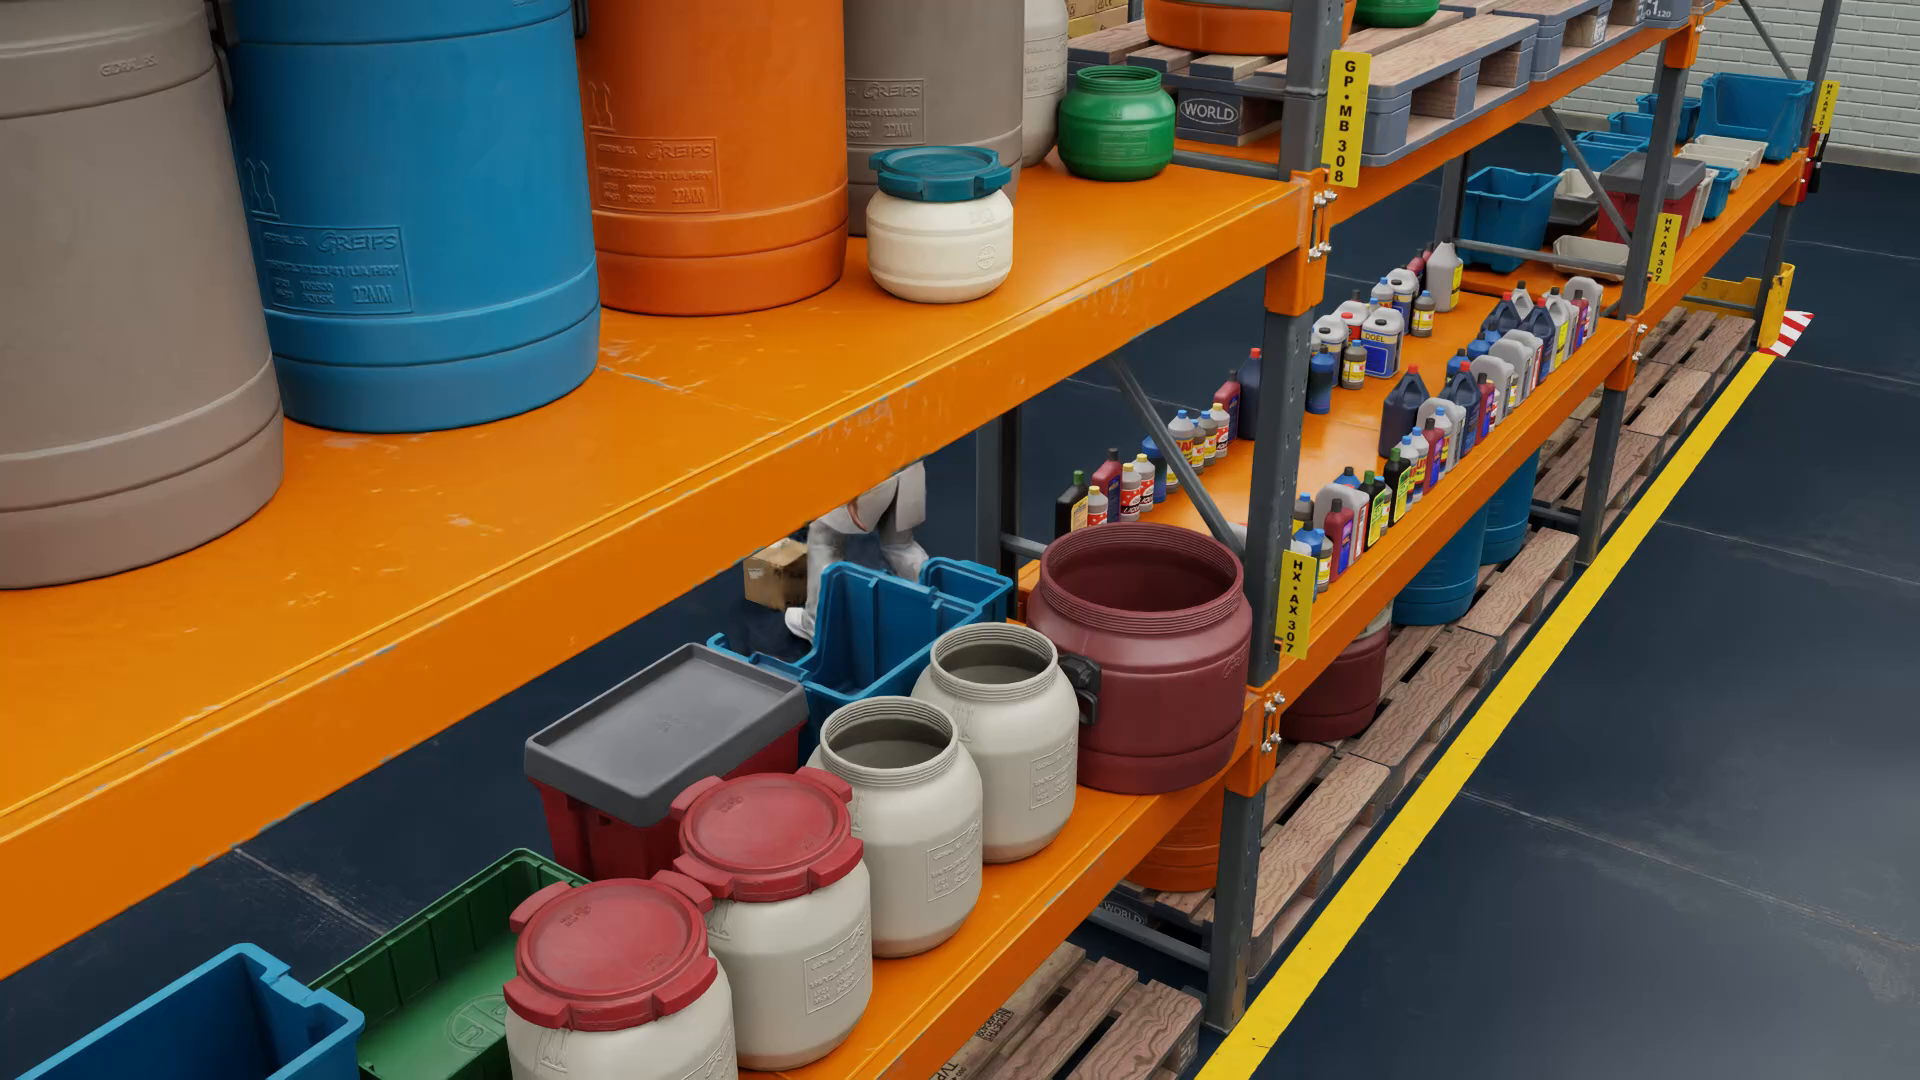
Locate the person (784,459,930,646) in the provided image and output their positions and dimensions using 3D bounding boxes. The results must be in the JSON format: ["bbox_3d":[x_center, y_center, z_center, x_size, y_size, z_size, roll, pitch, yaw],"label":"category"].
[{"bbox_3d":[-0.351,-0.295,7.208,0.593,1.719,0.863,-18,32,-32],"label":"person"}]
